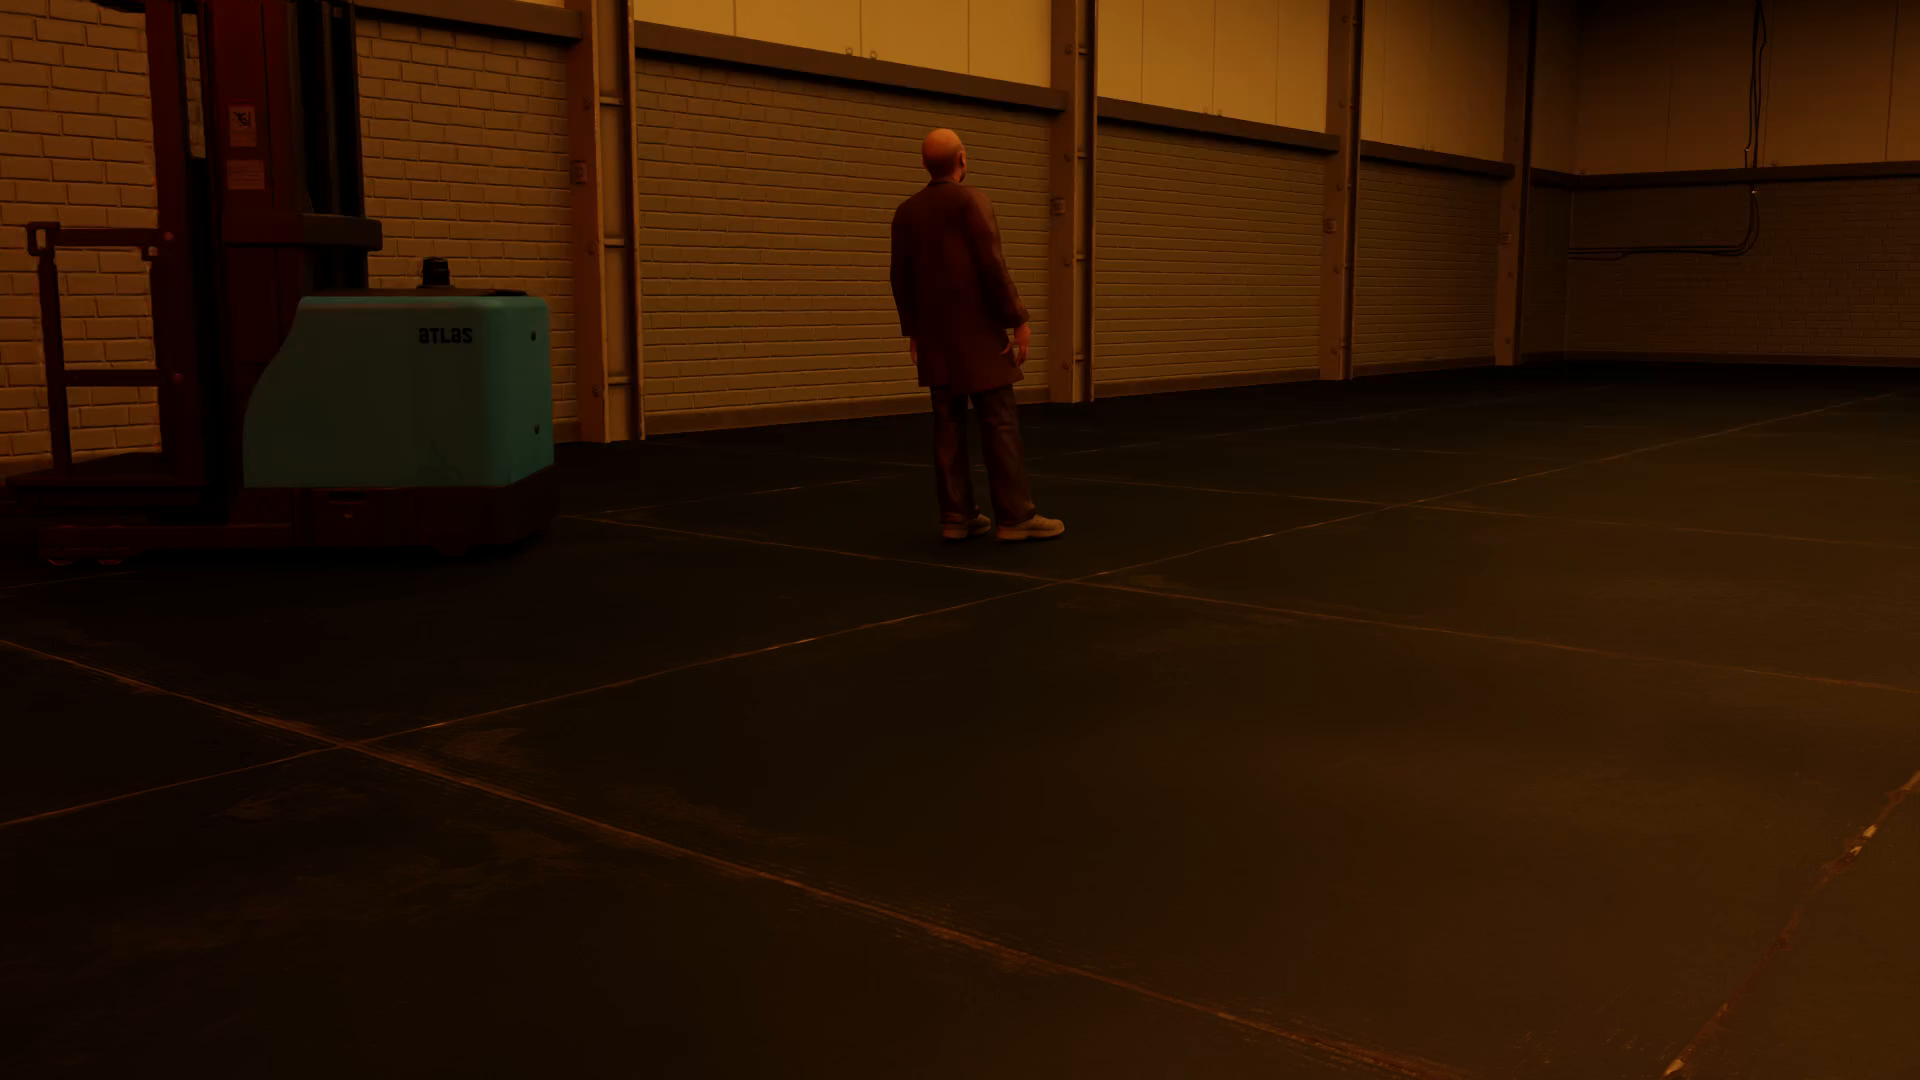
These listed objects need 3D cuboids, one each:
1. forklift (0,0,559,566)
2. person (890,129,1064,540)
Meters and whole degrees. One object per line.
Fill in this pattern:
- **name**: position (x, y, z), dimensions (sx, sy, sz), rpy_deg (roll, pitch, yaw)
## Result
- **forklift**: position (-3.355, -1.425, 7.018), dimensions (3.031, 2.935, 1.130), rpy_deg (0, 8, -2)
- **person**: position (0.061, -0.897, 7.342), dimensions (0.696, 1.776, 0.582), rpy_deg (7, 11, 38)
